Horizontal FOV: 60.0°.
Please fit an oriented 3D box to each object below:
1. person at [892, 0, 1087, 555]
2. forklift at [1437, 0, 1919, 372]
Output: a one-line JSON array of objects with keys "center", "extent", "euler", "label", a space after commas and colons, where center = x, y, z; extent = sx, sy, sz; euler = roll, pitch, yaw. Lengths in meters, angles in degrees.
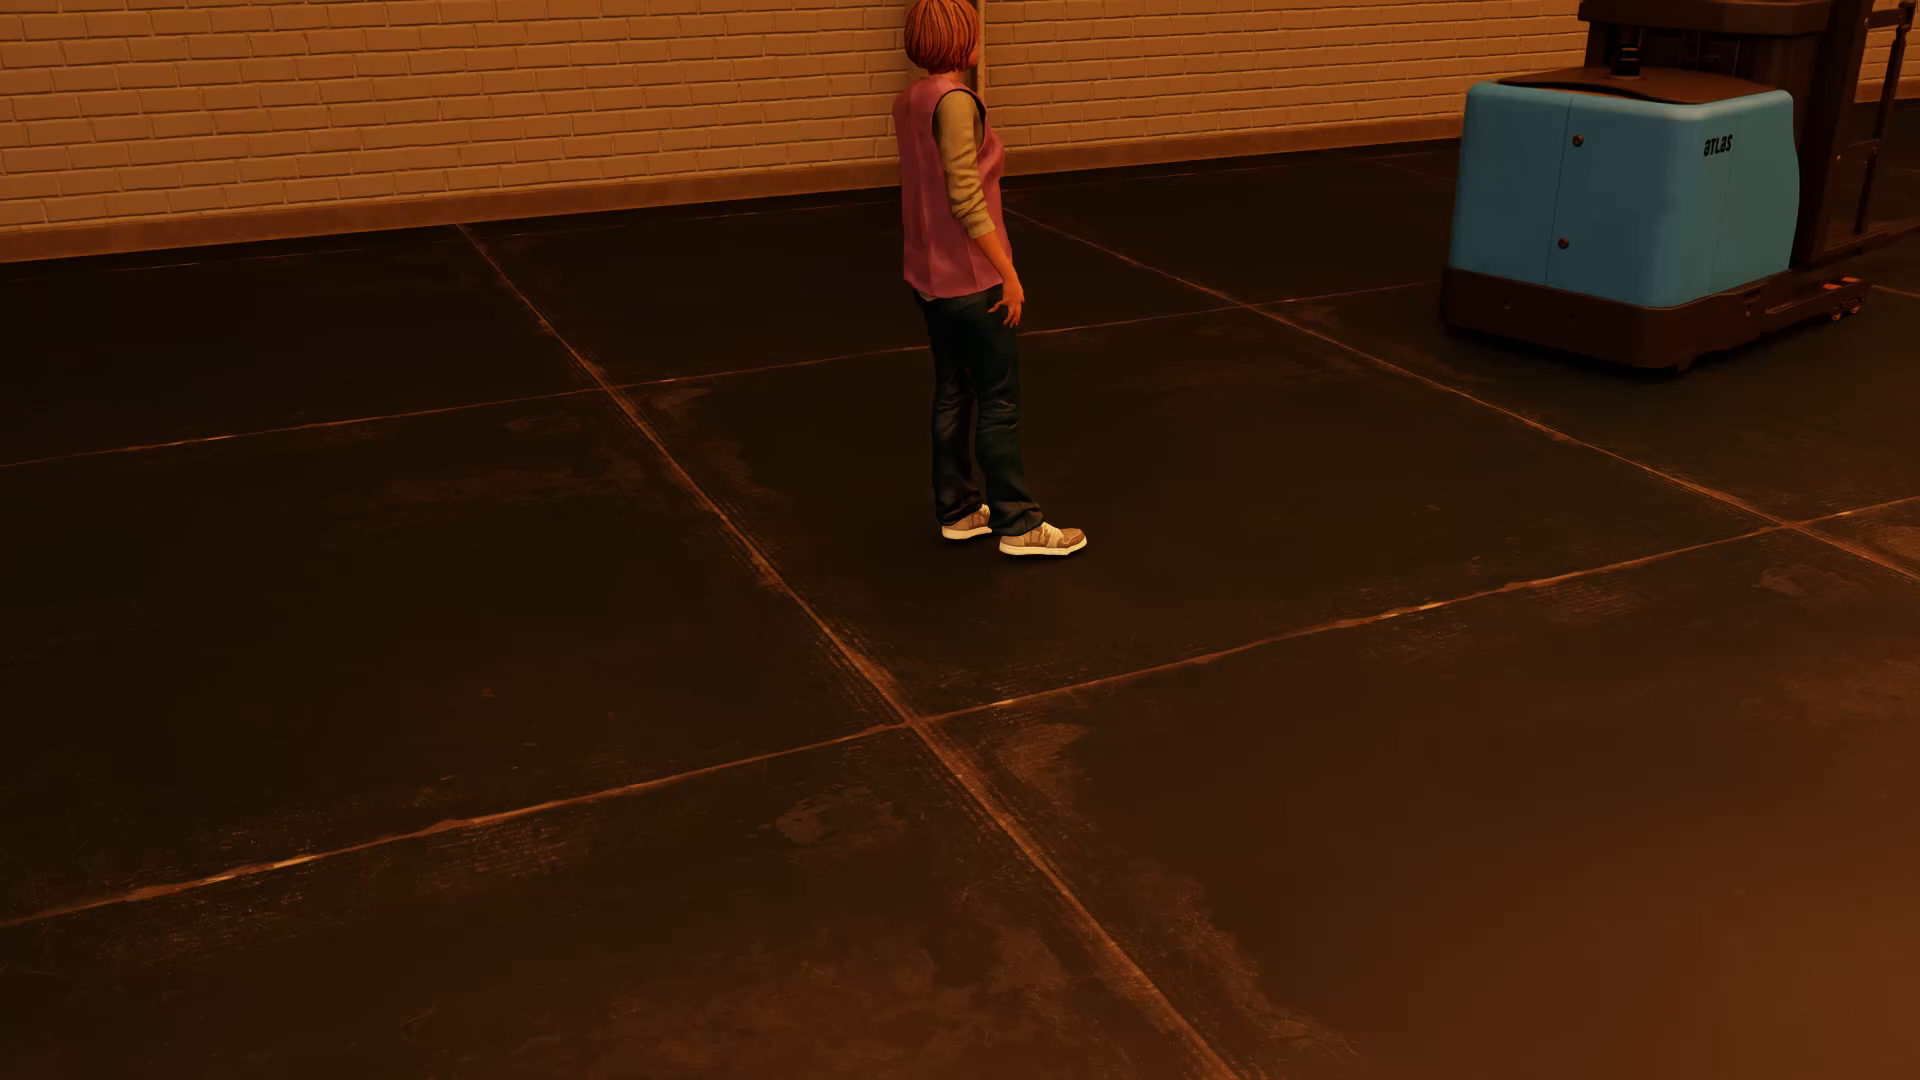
[{"center": [0.073, -0.751, 4.814], "extent": [0.476, 1.597, 0.520], "euler": [-10, 25, -23], "label": "person"}, {"center": [3.525, -2.475, 7.244], "extent": [3.031, 2.935, 1.130], "euler": [-18, 29, -37], "label": "forklift"}]
